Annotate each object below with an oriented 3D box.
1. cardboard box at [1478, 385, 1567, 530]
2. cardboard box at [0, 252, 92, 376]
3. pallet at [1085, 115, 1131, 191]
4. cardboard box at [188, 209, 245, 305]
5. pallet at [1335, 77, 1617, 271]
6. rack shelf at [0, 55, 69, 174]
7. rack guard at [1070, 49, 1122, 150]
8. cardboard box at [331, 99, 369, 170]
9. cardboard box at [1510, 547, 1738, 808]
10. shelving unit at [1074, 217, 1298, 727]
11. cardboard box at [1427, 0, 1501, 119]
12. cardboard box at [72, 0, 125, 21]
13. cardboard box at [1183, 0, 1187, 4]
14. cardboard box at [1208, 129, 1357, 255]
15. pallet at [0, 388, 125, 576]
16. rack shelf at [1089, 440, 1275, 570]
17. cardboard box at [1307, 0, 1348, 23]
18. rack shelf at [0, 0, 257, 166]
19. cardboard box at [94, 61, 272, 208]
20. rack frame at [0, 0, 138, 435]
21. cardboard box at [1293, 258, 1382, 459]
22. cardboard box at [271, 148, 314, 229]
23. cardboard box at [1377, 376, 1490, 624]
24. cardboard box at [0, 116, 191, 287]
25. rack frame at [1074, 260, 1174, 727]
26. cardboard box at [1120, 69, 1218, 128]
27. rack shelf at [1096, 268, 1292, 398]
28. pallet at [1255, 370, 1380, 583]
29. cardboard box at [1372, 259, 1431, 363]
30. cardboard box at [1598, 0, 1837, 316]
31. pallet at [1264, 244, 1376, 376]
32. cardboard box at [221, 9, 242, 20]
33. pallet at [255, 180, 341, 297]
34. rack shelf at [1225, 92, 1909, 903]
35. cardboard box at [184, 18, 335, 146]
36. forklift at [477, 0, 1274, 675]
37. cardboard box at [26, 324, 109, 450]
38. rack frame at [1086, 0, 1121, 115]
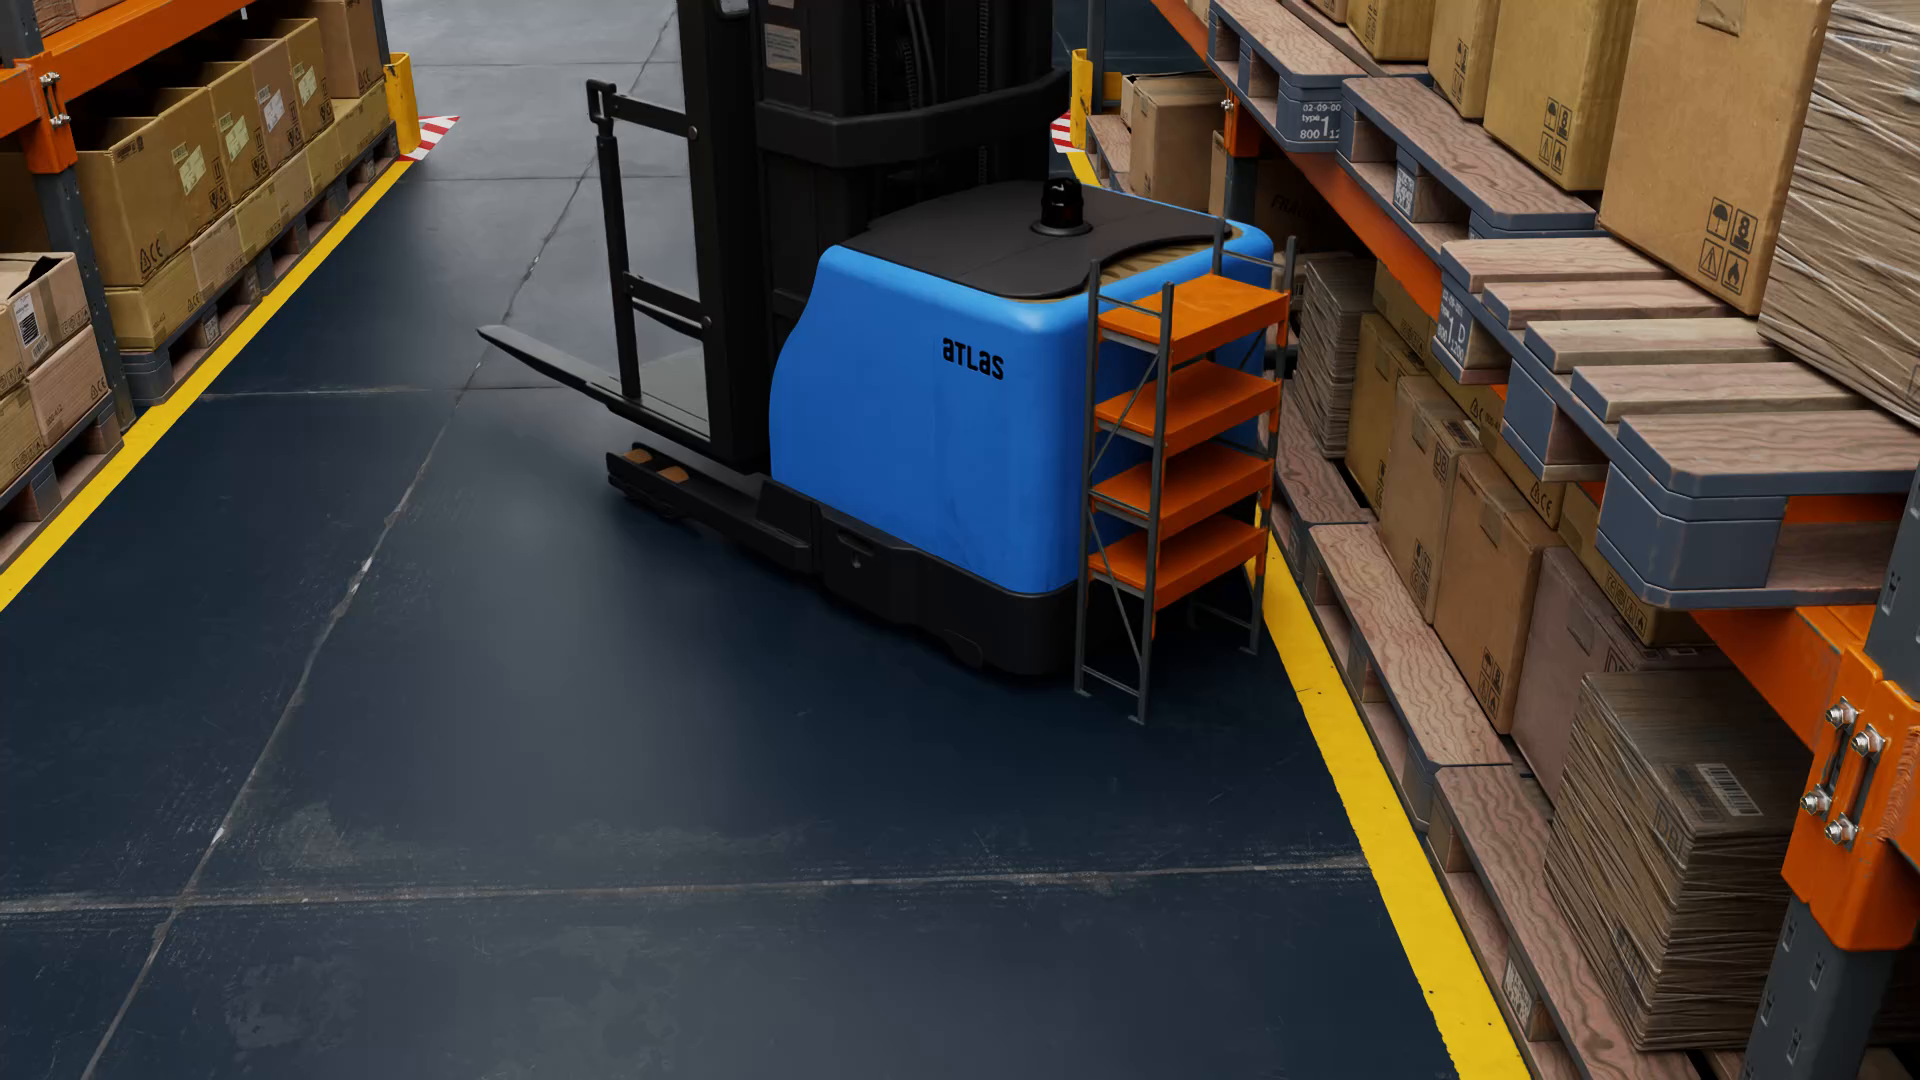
[{"bbox_3d":[1.561,-0.252,3.906,0.500,0.250,0.500,-2,28,-3],"label":"cardboard box"},{"bbox_3d":[-3.199,-0.761,5.378,0.500,0.311,0.500,-1,28,-3],"label":"cardboard box"},{"bbox_3d":[1.243,-2.046,8.945,1.003,0.211,1.213,-1,28,-3],"label":"pallet"},{"bbox_3d":[-3.248,-1.145,6.720,0.500,0.250,0.500,-1,28,-3],"label":"cardboard box"},{"bbox_3d":[1.505,-0.827,3.800,1.003,0.211,1.213,-1,28,-3],"label":"pallet"},{"bbox_3d":[-3.402,-0.483,3.709,1.077,0.370,4.000,-1,28,-3],"label":"rack shelf"},{"bbox_3d":[1.236,-2.550,9.599,1.175,0.500,0.348,-1,28,-3],"label":"rack guard"},{"bbox_3d":[-3.354,-2.068,8.491,0.500,0.250,0.500,-1,28,-3],"label":"cardboard box"},{"bbox_3d":[1.649,0.342,3.578,0.700,0.500,0.500,-1,28,-3],"label":"cardboard box"},{"bbox_3d":[0.567,-0.168,4.275,0.258,1.200,0.503,25,36,39],"label":"shelving unit"},{"bbox_3d":[1.521,-1.288,3.893,0.700,0.500,0.500,2,28,4],"label":"cardboard box"},{"bbox_3d":[-3.569,-2.218,6.150,0.700,0.500,0.500,-2,28,-3],"label":"cardboard box"},{"bbox_3d":[1.096,-2.231,6.424,0.500,0.250,0.500,-1,28,-2],"label":"cardboard box"},{"bbox_3d":[1.347,-1.412,6.940,0.500,0.500,0.500,-3,28,-7],"label":"cardboard box"},{"bbox_3d":[-3.429,-0.149,5.308,1.003,0.211,1.213,-1,28,-3],"label":"pallet"},{"bbox_3d":[0.567,-0.109,4.306,0.258,0.148,0.480,25,36,39],"label":"rack shelf"},{"bbox_3d":[1.433,-1.850,4.970,0.700,0.500,0.500,-1,28,-2],"label":"cardboard box"},{"bbox_3d":[-3.610,-2.330,7.251,1.077,0.370,4.000,-1,28,-3],"label":"rack shelf"},{"bbox_3d":[-3.270,-1.708,6.990,0.500,0.500,0.500,-1,28,-3],"label":"cardboard box"},{"bbox_3d":[-3.506,-1.725,5.314,1.000,3.000,0.127,-1,28,-3],"label":"rack frame"},{"bbox_3d":[1.496,-0.594,5.372,0.700,0.500,0.500,0,28,-1],"label":"cardboard box"},{"bbox_3d":[-3.301,-1.606,7.606,0.500,0.250,0.500,-1,28,-3],"label":"cardboard box"},{"bbox_3d":[1.559,-0.120,4.463,0.700,0.500,0.500,-1,28,-2],"label":"cardboard box"},{"bbox_3d":[-3.218,-1.246,6.104,0.500,0.500,0.500,-1,28,-3],"label":"cardboard box"},{"bbox_3d":[0.396,-0.088,4.121,0.240,1.200,0.015,25,36,39],"label":"rack frame"},{"bbox_3d":[1.178,-2.375,8.992,0.500,0.311,0.500,-4,28,-8],"label":"cardboard box"},{"bbox_3d":[0.568,-0.517,4.093,0.258,0.148,0.480,25,36,39],"label":"rack shelf"},{"bbox_3d":[1.483,-0.251,5.502,1.003,0.211,1.213,-1,28,-3],"label":"pallet"},{"bbox_3d":[1.522,-0.723,4.809,0.500,0.250,0.500,-2,28,-4],"label":"cardboard box"},{"bbox_3d":[1.559,-0.713,2.789,0.700,0.500,0.500,-4,28,-7],"label":"cardboard box"},{"bbox_3d":[1.370,-0.919,6.784,1.003,0.211,1.213,-1,28,-3],"label":"pallet"},{"bbox_3d":[-3.881,-2.388,8.293,0.500,0.500,0.500,-1,28,-3],"label":"cardboard box"},{"bbox_3d":[-3.572,-1.422,7.748,1.003,0.211,1.213,-1,28,-3],"label":"pallet"},{"bbox_3d":[1.545,-0.604,3.942,1.077,0.370,4.000,-1,28,-3],"label":"rack shelf"},{"bbox_3d":[-3.323,-2.170,7.875,0.500,0.500,0.500,-1,28,-3],"label":"cardboard box"},{"bbox_3d":[-0.521,-1.520,4.996,3.031,2.935,1.130,25,36,39],"label":"forklift"},{"bbox_3d":[-3.195,-0.508,5.499,0.500,0.250,0.500,-2,28,-3],"label":"cardboard box"},{"bbox_3d":[1.232,-3.694,9.088,1.000,3.000,0.127,-1,28,-3],"label":"rack frame"}]
